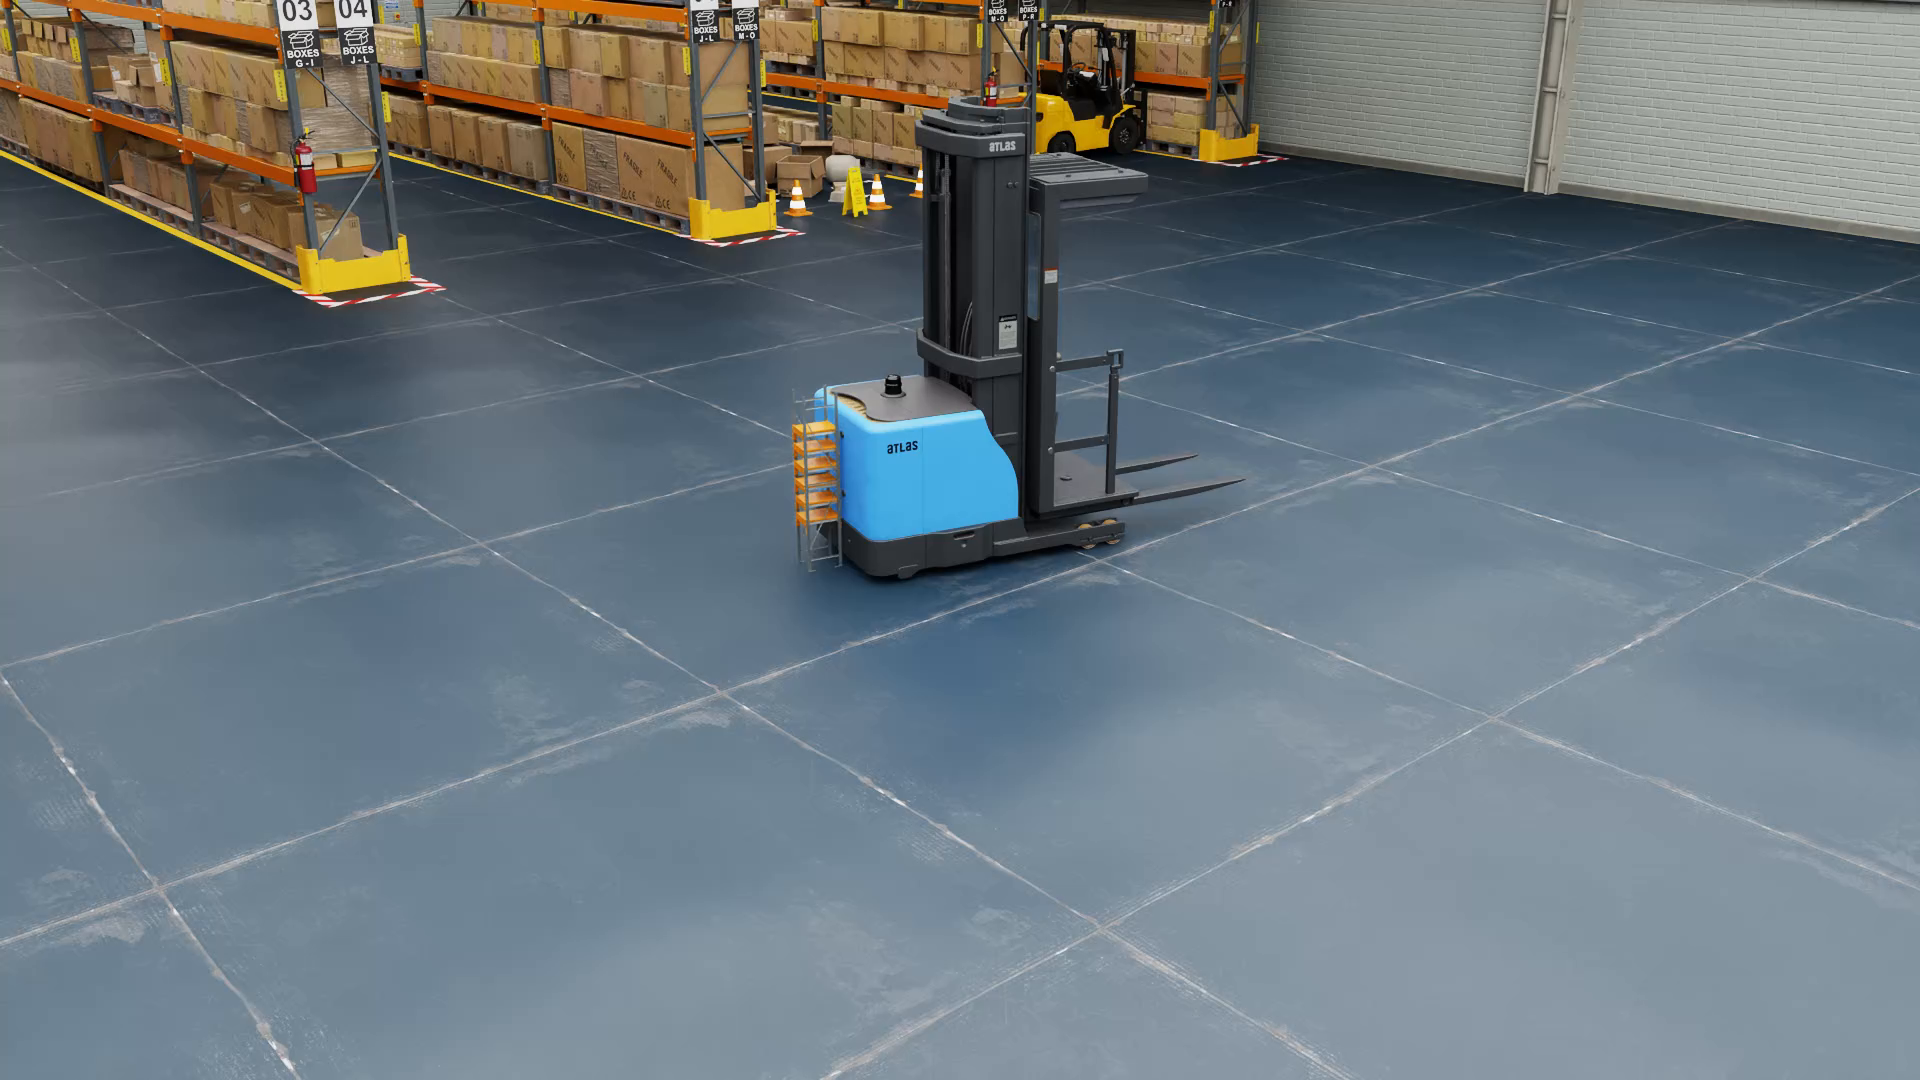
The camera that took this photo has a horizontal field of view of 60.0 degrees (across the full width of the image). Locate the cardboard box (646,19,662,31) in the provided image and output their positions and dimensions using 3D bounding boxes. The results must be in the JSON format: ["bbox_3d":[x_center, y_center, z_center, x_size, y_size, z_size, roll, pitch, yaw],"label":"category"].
[{"bbox_3d":[-5.383,-9.573,30.305,0.500,0.500,0.500,-17,27,-37],"label":"cardboard box"}]

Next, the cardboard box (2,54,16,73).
[{"bbox_3d":[-15.111,-7.715,26.866,0.500,0.250,0.500,-18,28,-38],"label":"cardboard box"}]

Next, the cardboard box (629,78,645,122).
[{"bbox_3d":[-3.890,-5.917,22.273,0.875,0.550,0.550,-17,27,-37],"label":"cardboard box"}]

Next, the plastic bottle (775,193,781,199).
[{"bbox_3d":[-2.755,-5.006,24.181,0.283,0.061,0.133,12,24,27],"label":"plastic bottle"}]

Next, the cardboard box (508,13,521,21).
[{"bbox_3d":[-8.962,-10.619,34.345,0.500,0.500,0.500,-18,27,-38],"label":"cardboard box"}]

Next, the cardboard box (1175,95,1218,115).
[{"bbox_3d":[3.937,-7.247,27.697,0.500,0.250,0.500,-16,27,-36],"label":"cardboard box"}]

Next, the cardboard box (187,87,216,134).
[{"bbox_3d":[-8.856,-5.276,20.296,0.875,0.500,0.500,-17,27,-37],"label":"cardboard box"}]

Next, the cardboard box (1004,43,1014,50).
[{"bbox_3d":[1.004,-9.063,30.716,0.500,0.250,0.500,-18,27,-38],"label":"cardboard box"}]

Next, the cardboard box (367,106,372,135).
[{"bbox_3d":[-10.173,-7.358,29.009,0.500,0.500,0.500,-16,26,-35],"label":"cardboard box"}]

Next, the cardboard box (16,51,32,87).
[{"bbox_3d":[-14.513,-7.447,26.247,0.500,0.500,0.500,-17,27,-37],"label":"cardboard box"}]

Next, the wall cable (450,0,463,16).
[{"bbox_3d":[-12.359,-13.417,40.234,0.588,1.984,0.122,-17,27,-37],"label":"wall cable"}]

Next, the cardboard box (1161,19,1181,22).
[{"bbox_3d":[3.651,-8.829,28.477,0.380,0.149,0.250,-18,28,-39],"label":"cardboard box"}]

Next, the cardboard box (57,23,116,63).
[{"bbox_3d":[-12.902,-7.382,24.705,0.797,0.503,0.637,-17,27,-36],"label":"cardboard box"}]

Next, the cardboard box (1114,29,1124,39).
[{"bbox_3d":[2.866,-8.684,28.517,0.380,0.149,0.250,-18,28,-38],"label":"cardboard box"}]

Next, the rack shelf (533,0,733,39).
[{"bbox_3d":[-4.273,-7.038,22.215,1.077,0.370,4.000,-17,27,-37],"label":"rack shelf"}]

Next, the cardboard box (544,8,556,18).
[{"bbox_3d":[-7.959,-10.665,33.092,0.500,0.500,0.500,-18,28,-38],"label":"cardboard box"}]

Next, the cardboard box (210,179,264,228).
[{"bbox_3d":[-9.171,-4.288,21.171,0.500,0.500,0.500,-18,28,-39],"label":"cardboard box"}]

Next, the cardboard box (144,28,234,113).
[{"bbox_3d":[-9.815,-6.104,21.558,1.000,1.000,1.000,-17,27,-37],"label":"cardboard box"}]

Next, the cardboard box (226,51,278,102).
[{"bbox_3d":[-7.993,-5.291,18.963,0.500,0.500,0.500,-17,27,-37],"label":"cardboard box"}]

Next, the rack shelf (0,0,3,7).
[{"bbox_3d":[-15.930,-9.201,27.736,1.077,0.370,4.000,-17,27,-37],"label":"rack shelf"}]

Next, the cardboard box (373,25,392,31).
[{"bbox_3d":[-10.048,-8.885,29.008,0.380,0.149,0.250,-19,28,-39],"label":"cardboard box"}]

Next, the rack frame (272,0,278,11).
[{"bbox_3d":[-6.791,-7.065,17.182,1.000,3.000,0.127,-17,27,-37],"label":"rack frame"}]

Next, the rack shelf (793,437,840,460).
[{"bbox_3d":[-0.931,-0.577,10.775,0.258,0.103,0.180,-10,24,-24],"label":"rack shelf"}]

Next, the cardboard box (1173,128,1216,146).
[{"bbox_3d":[3.928,-6.783,27.883,0.500,0.250,0.500,-17,27,-37],"label":"cardboard box"}]

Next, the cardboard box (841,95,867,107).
[{"bbox_3d":[-1.678,-7.026,26.586,0.380,0.149,0.250,-17,27,-37],"label":"cardboard box"}]

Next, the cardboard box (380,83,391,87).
[{"bbox_3d":[-10.123,-7.975,29.555,0.500,0.250,0.500,-18,28,-39],"label":"cardboard box"}]

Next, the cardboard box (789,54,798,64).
[{"bbox_3d":[-2.599,-7.968,27.482,0.380,0.149,0.250,-18,28,-39],"label":"cardboard box"}]

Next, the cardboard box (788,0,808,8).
[{"bbox_3d":[-3.213,-11.184,35.212,0.700,0.500,0.500,-17,27,-36],"label":"cardboard box"}]

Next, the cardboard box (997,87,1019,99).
[{"bbox_3d":[0.651,-6.657,24.711,0.380,0.149,0.250,-17,27,-37],"label":"cardboard box"}]

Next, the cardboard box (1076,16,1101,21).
[{"bbox_3d":[2.259,-9.128,29.241,0.380,0.149,0.250,-18,28,-38],"label":"cardboard box"}]

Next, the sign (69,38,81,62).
[{"bbox_3d":[-12.432,-6.888,23.369,0.100,0.325,0.005,-17,27,-37],"label":"sign"}]

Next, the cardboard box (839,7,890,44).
[{"bbox_3d":[-1.455,-8.067,26.051,0.700,0.500,0.500,-17,27,-37],"label":"cardboard box"}]

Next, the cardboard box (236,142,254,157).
[{"bbox_3d":[-8.192,-4.573,19.392,0.380,0.149,0.250,-17,27,-37],"label":"cardboard box"}]

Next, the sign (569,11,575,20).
[{"bbox_3d":[-7.536,-10.253,32.254,0.100,0.325,0.005,-17,27,-37],"label":"sign"}]

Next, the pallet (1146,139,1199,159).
[{"bbox_3d":[3.943,-6.716,28.342,1.003,0.211,1.213,-17,27,-37],"label":"pallet"}]

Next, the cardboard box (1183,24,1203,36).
[{"bbox_3d":[3.896,-8.410,27.408,0.380,0.149,0.250,-17,27,-37],"label":"cardboard box"}]

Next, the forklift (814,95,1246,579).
[{"bbox_3d":[0.564,-1.466,11.209,3.031,2.935,1.130,-10,24,-24],"label":"forklift"}]

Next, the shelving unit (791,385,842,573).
[{"bbox_3d":[-0.931,-0.395,10.846,0.258,1.200,0.189,-10,24,-24],"label":"shelving unit"}]

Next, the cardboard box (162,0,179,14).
[{"bbox_3d":[-9.303,-6.518,20.105,0.500,0.250,0.500,-19,28,-39],"label":"cardboard box"}]

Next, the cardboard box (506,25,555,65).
[{"bbox_3d":[-6.245,-7.319,24.549,0.700,0.500,0.500,-18,28,-38],"label":"cardboard box"}]

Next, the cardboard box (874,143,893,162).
[{"bbox_3d":[-1.009,-6.133,26.223,0.500,0.250,0.500,-18,28,-38],"label":"cardboard box"}]

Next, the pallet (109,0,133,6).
[{"bbox_3d":[-10.404,-7.167,21.815,1.213,0.211,1.003,-17,27,-37],"label":"pallet"}]

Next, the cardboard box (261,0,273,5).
[{"bbox_3d":[-7.209,-5.786,17.690,0.380,0.149,0.250,-17,27,-37],"label":"cardboard box"}]

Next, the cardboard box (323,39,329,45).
[{"bbox_3d":[-10.892,-8.738,29.042,0.380,0.149,0.250,-17,27,-37],"label":"cardboard box"}]

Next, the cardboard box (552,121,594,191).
[{"bbox_3d":[-5.221,-5.545,23.866,0.875,0.875,0.875,-17,27,-37],"label":"cardboard box"}]

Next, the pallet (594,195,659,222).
[{"bbox_3d":[-4.341,-4.665,23.105,1.003,0.211,1.213,-17,27,-37],"label":"pallet"}]

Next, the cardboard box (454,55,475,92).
[{"bbox_3d":[-7.438,-7.213,25.651,0.500,0.500,0.500,-17,27,-37],"label":"cardboard box"}]

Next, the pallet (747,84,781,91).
[{"bbox_3d":[-4.607,-10.357,37.639,1.003,0.211,1.213,-17,27,-37],"label":"pallet"}]

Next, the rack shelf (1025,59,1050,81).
[{"bbox_3d":[0.558,-9.136,31.683,1.077,0.370,4.000,-17,27,-37],"label":"rack shelf"}]

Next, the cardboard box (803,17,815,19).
[{"bbox_3d":[-2.623,-8.592,28.187,0.500,0.500,0.500,-18,27,-38],"label":"cardboard box"}]

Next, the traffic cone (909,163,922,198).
[{"bbox_3d":[-0.542,-5.261,24.282,0.336,0.463,0.334,-17,27,-37],"label":"traffic cone"}]

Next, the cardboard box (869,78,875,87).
[{"bbox_3d":[-1.199,-7.189,26.070,0.380,0.149,0.250,-18,27,-38],"label":"cardboard box"}]

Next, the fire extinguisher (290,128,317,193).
[{"bbox_3d":[-7.066,-4.094,17.930,0.296,0.674,0.183,-17,27,-37],"label":"fire extinguisher"}]

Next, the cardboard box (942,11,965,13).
[{"bbox_3d":[-0.127,-10.285,32.603,0.380,0.149,0.250,-17,27,-36],"label":"cardboard box"}]

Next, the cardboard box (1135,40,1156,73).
[{"bbox_3d":[3.288,-8.220,28.221,0.500,0.500,0.500,-18,28,-38],"label":"cardboard box"}]
